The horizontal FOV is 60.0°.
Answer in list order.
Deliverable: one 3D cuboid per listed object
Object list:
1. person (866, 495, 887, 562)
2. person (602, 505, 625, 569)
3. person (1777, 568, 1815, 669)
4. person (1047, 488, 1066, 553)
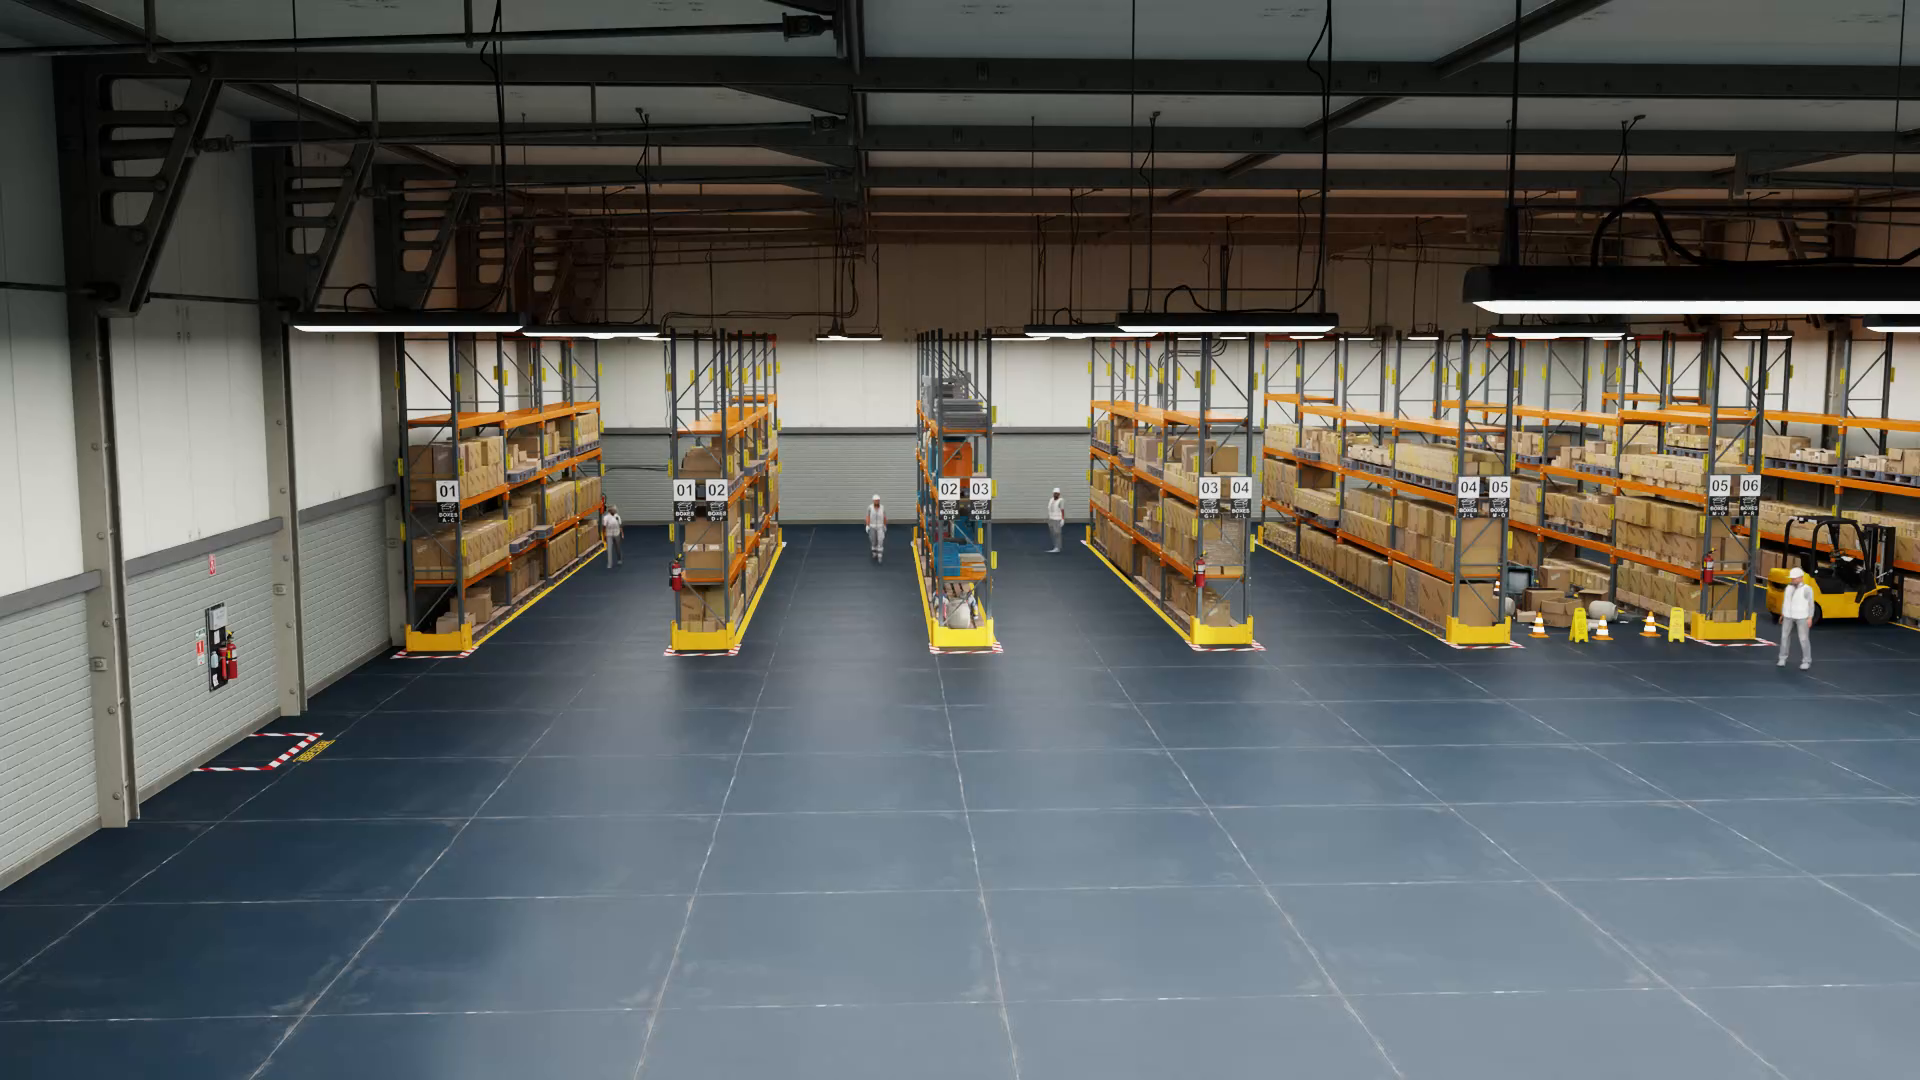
[{"bbox_3d":[-2.203,-0.326,43.843,0.559,1.746,0.994,0,7,-3],"label":"person"},{"bbox_3d":[-8.872,-0.111,42.616,0.572,1.628,0.987,0,7,-4],"label":"person"},{"bbox_3d":[14.807,1.371,29.475,0.412,1.771,0.601,-5,8,-37],"label":"person"},{"bbox_3d":[2.618,-0.529,45.692,0.414,1.821,0.600,-4,8,-30],"label":"person"}]
